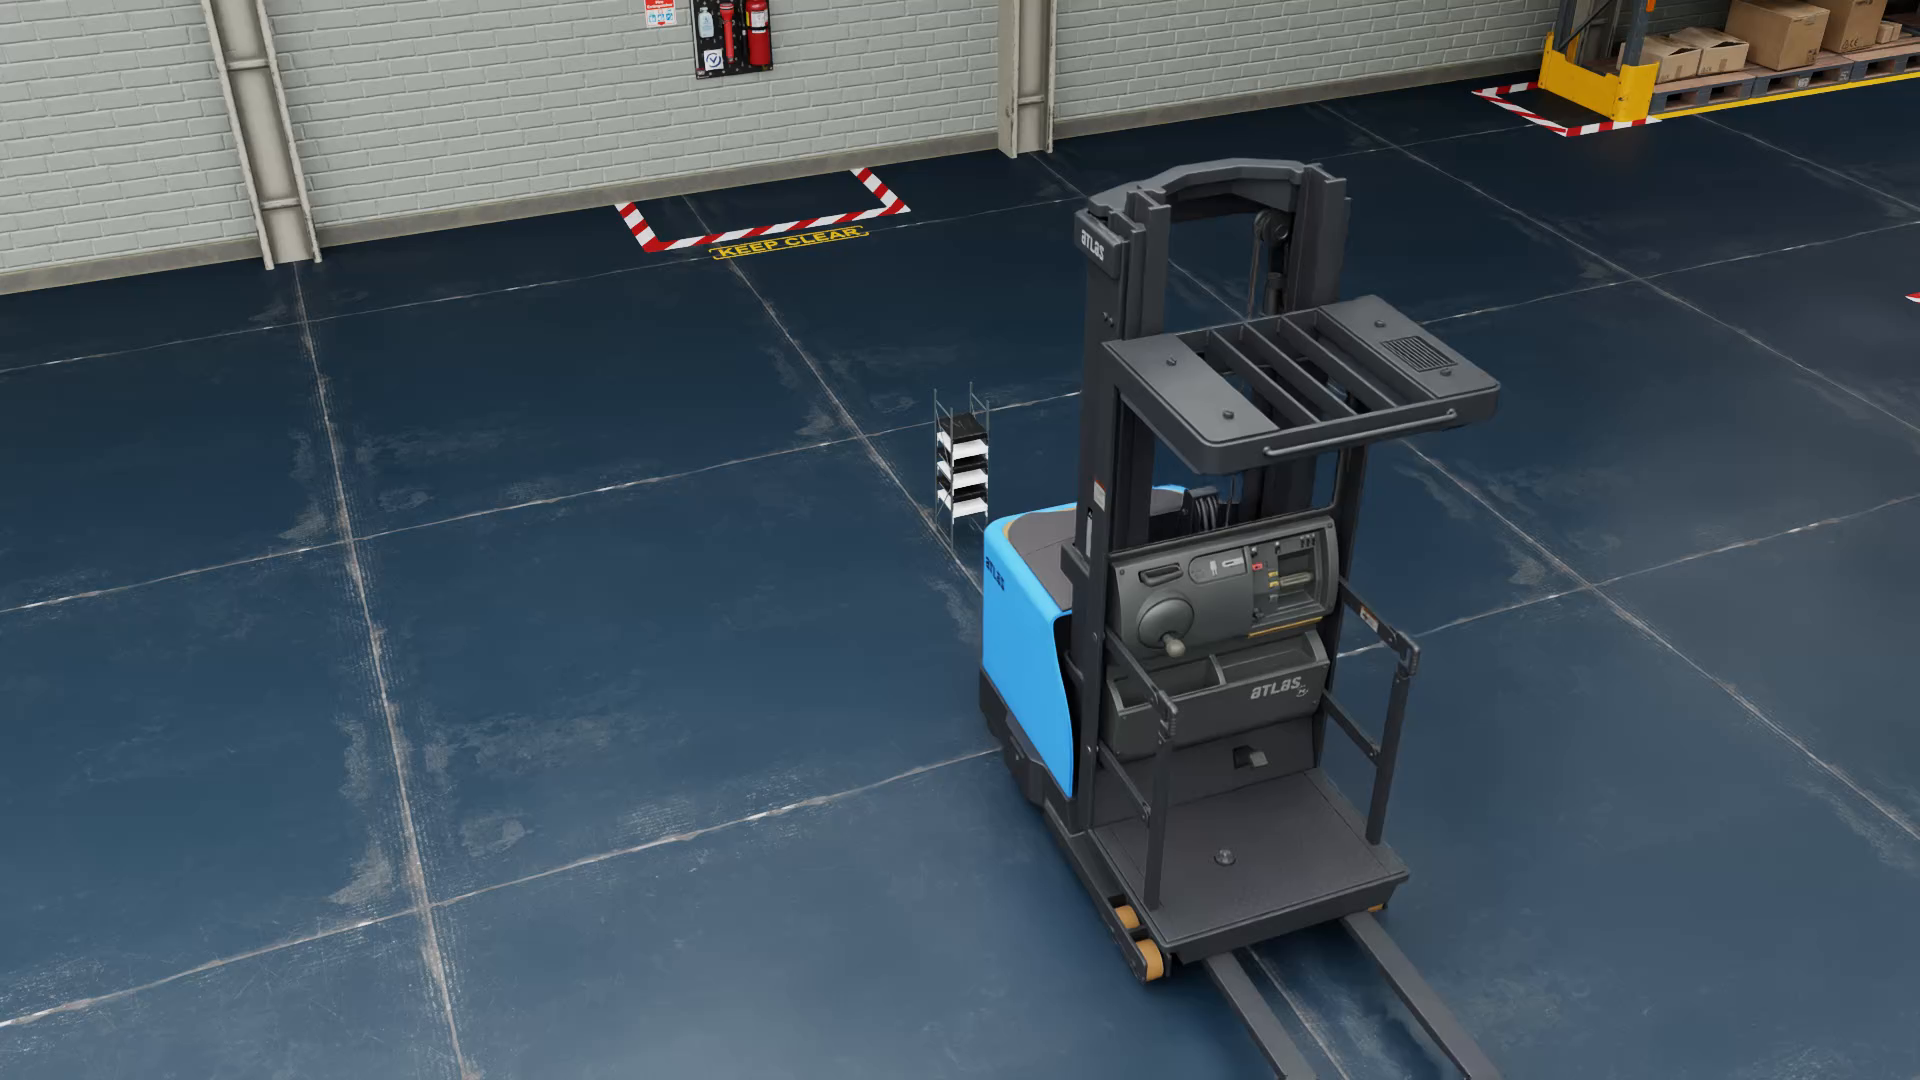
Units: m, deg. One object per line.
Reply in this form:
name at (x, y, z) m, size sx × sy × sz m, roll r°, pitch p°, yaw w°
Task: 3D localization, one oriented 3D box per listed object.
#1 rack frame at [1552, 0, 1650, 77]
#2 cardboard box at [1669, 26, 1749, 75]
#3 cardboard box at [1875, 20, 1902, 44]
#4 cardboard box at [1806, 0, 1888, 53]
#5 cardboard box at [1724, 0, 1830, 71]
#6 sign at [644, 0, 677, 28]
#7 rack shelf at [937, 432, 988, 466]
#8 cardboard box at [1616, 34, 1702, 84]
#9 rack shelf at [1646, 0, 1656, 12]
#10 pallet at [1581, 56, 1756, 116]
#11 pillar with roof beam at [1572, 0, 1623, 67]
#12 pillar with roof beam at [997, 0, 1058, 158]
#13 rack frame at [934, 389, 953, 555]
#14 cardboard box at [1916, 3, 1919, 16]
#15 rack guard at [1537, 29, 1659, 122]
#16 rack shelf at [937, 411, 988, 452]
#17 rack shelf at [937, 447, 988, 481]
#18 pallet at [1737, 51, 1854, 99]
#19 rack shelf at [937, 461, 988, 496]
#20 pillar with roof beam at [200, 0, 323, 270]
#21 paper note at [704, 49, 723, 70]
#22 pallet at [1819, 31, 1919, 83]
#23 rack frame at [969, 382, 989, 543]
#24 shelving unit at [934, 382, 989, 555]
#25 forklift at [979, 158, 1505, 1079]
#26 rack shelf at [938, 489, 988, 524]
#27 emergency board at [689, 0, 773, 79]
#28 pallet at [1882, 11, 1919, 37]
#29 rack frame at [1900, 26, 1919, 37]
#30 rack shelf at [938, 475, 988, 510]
rack frame at (5.780, -5.311, 14.581) m, size 0.127 × 3.000 × 1.000 m, roll -13°, pitch 35°, yaw -19°
cardboard box at (6.979, -4.590, 15.534) m, size 0.500 × 0.311 × 0.500 m, roll -10°, pitch 34°, yaw -15°
cardboard box at (8.987, -5.025, 16.335) m, size 0.250 × 0.166 × 0.380 m, roll -18°, pitch 37°, yaw -25°
cardboard box at (8.527, -5.053, 16.073) m, size 0.500 × 0.500 × 0.500 m, roll -16°, pitch 36°, yaw -22°
cardboard box at (7.674, -4.799, 15.682) m, size 0.500 × 0.500 × 0.700 m, roll -15°, pitch 36°, yaw -22°
sign at (-2.284, -4.075, 12.648) m, size 0.234 × 0.329 × 0.001 m, roll -13°, pitch 35°, yaw -19°
rack shelf at (0.007, -0.502, 8.845) m, size 0.200 × 0.077 × 0.258 m, roll -13°, pitch 35°, yaw -19°
cardboard box at (6.453, -4.470, 15.349) m, size 0.500 × 0.311 × 0.500 m, roll -17°, pitch 37°, yaw -24°
rack shelf at (7.624, -5.432, 15.426) m, size 4.000 × 0.370 × 1.077 m, roll -13°, pitch 35°, yaw -19°
pallet at (6.613, -4.312, 15.602) m, size 1.213 × 0.211 × 1.003 m, roll -13°, pitch 35°, yaw -19°
pillar with roof beam at (7.757, -6.244, 10.513) m, size 0.400 × 9.000 × 9.100 m, roll -13°, pitch 35°, yaw -19°
pillar with roof beam at (2.225, -4.977, 8.566) m, size 0.400 × 9.000 × 9.100 m, roll -13°, pitch 35°, yaw -19°
rack frame at (-0.086, -0.357, 8.892) m, size 0.006 × 0.900 × 0.240 m, roll -13°, pitch 35°, yaw -19°
cardboard box at (10.141, -5.456, 16.692) m, size 0.500 × 0.500 × 0.700 m, roll -12°, pitch 35°, yaw -17°
rack guard at (5.850, -4.280, 15.287) m, size 0.348 × 0.500 × 1.175 m, roll -13°, pitch 35°, yaw -19°
rack shelf at (0.007, -0.577, 8.796) m, size 0.200 × 0.077 × 0.258 m, roll -13°, pitch 35°, yaw -19°
rack shelf at (0.007, -0.426, 8.894) m, size 0.200 × 0.077 × 0.258 m, roll -13°, pitch 35°, yaw -19°
pallet at (7.736, -4.568, 15.995) m, size 1.213 × 0.211 × 1.003 m, roll -13°, pitch 35°, yaw -19°
rack shelf at (0.007, -0.351, 8.943) m, size 0.200 × 0.077 × 0.258 m, roll -13°, pitch 35°, yaw -19°
pillar with roof beam at (-3.307, -3.710, 6.619) m, size 0.400 × 9.000 × 9.100 m, roll -13°, pitch 35°, yaw -19°
paper note at (-1.925, -3.753, 12.993) m, size 0.142 × 0.148 × 0.016 m, roll -13°, pitch 35°, yaw -19°
pallet at (8.863, -4.828, 16.394) m, size 1.213 × 0.211 × 1.003 m, roll -13°, pitch 35°, yaw -19°
rack frame at (0.101, -0.400, 8.958) m, size 0.006 × 0.900 × 0.240 m, roll -13°, pitch 35°, yaw -19°
shelving unit at (0.007, -0.379, 8.925) m, size 0.210 × 0.900 × 0.258 m, roll -13°, pitch 35°, yaw -19°
forklift at (1.093, 0.240, 6.112) m, size 1.130 × 2.935 × 3.031 m, roll -12°, pitch 35°, yaw -18°
rack shelf at (0.007, -0.200, 9.042) m, size 0.200 × 0.077 × 0.258 m, roll -13°, pitch 35°, yaw -19°
emergency board at (-1.735, -4.125, 12.757) m, size 0.643 × 1.169 × 0.194 m, roll -13°, pitch 35°, yaw -19°
pallet at (10.186, -5.152, 16.893) m, size 1.213 × 0.211 × 1.003 m, roll -13°, pitch 35°, yaw -19°
rack frame at (9.468, -6.156, 15.879) m, size 0.127 × 3.000 × 1.000 m, roll -13°, pitch 35°, yaw -19°
rack shelf at (0.007, -0.276, 8.992) m, size 0.200 × 0.077 × 0.258 m, roll -13°, pitch 35°, yaw -19°
